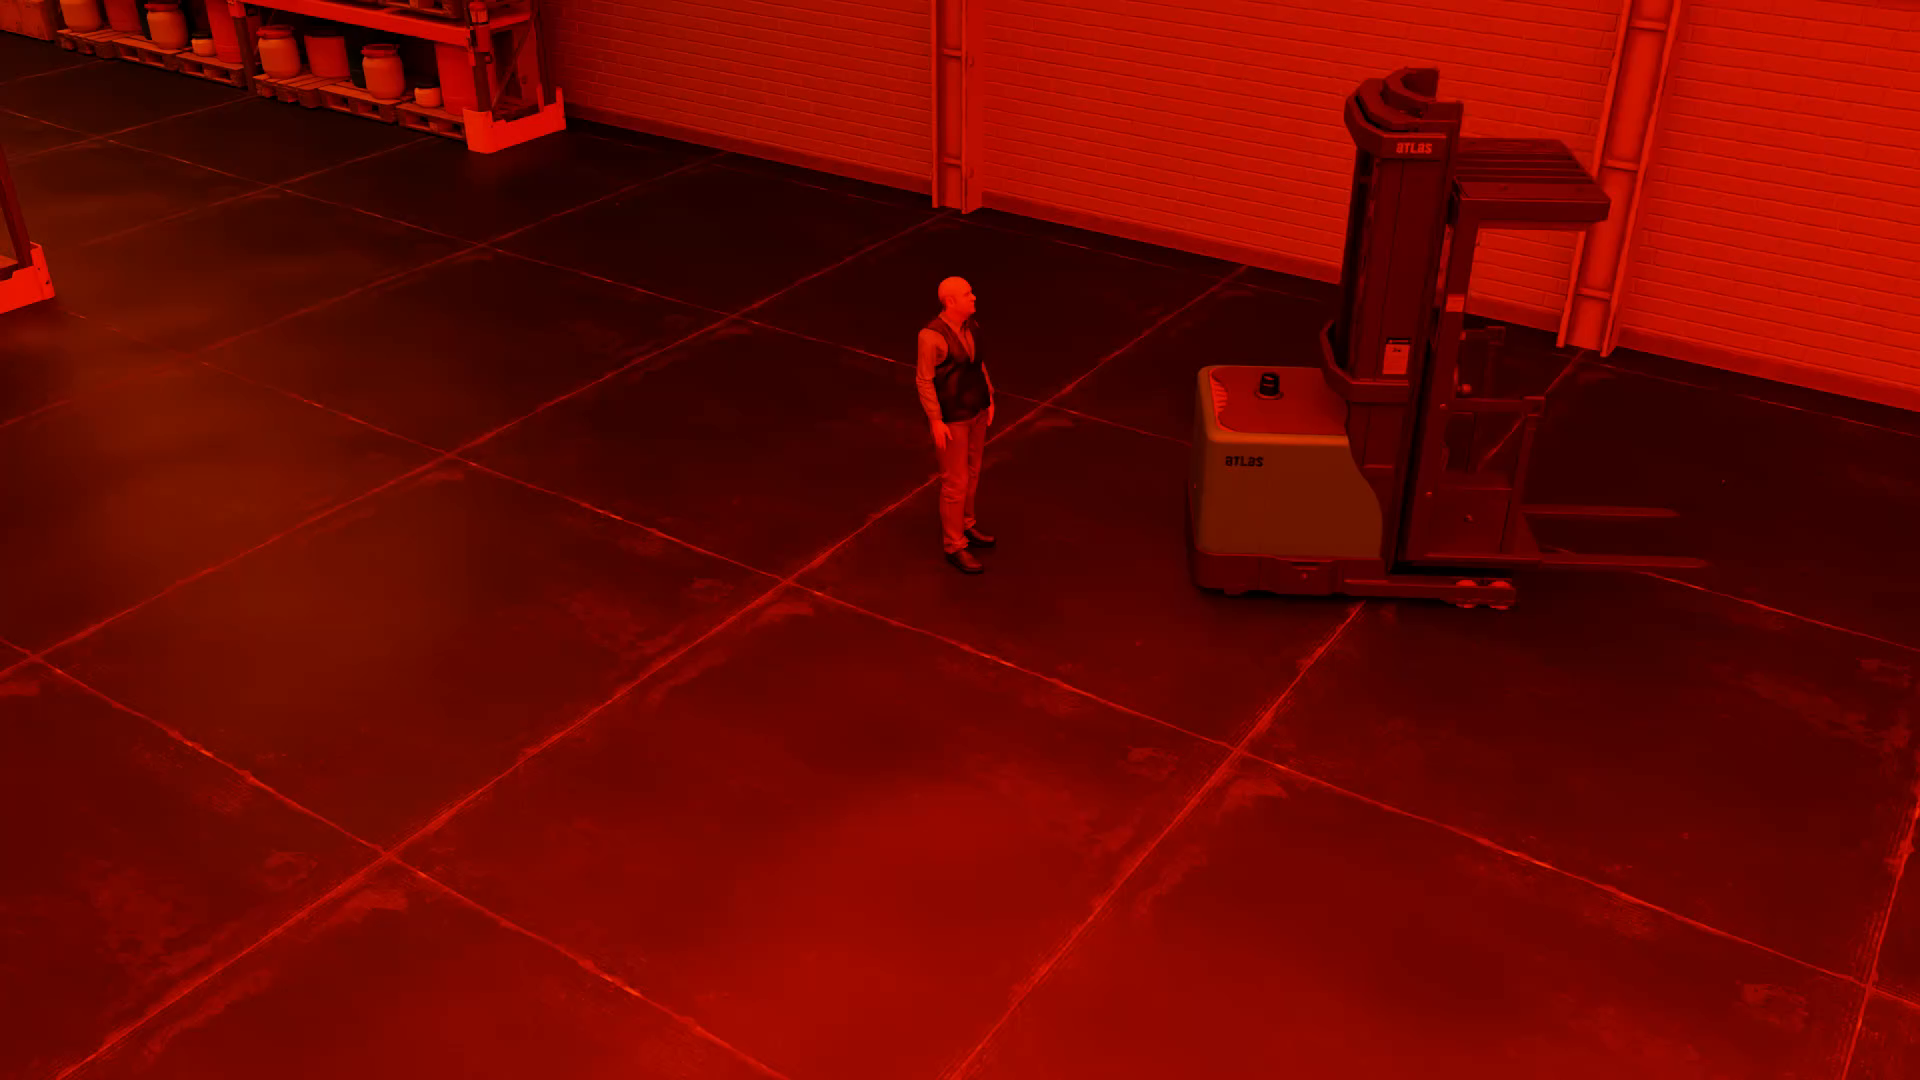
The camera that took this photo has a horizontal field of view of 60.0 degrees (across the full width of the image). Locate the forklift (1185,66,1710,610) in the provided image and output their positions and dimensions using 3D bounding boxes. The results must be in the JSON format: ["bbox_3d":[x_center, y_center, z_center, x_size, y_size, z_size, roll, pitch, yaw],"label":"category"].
[{"bbox_3d":[2.928,-1.135,9.535,3.031,2.935,1.130,2,30,3],"label":"forklift"}]

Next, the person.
[{"bbox_3d":[0.047,-0.730,10.028,0.568,1.720,0.632,19,35,29],"label":"person"}]
